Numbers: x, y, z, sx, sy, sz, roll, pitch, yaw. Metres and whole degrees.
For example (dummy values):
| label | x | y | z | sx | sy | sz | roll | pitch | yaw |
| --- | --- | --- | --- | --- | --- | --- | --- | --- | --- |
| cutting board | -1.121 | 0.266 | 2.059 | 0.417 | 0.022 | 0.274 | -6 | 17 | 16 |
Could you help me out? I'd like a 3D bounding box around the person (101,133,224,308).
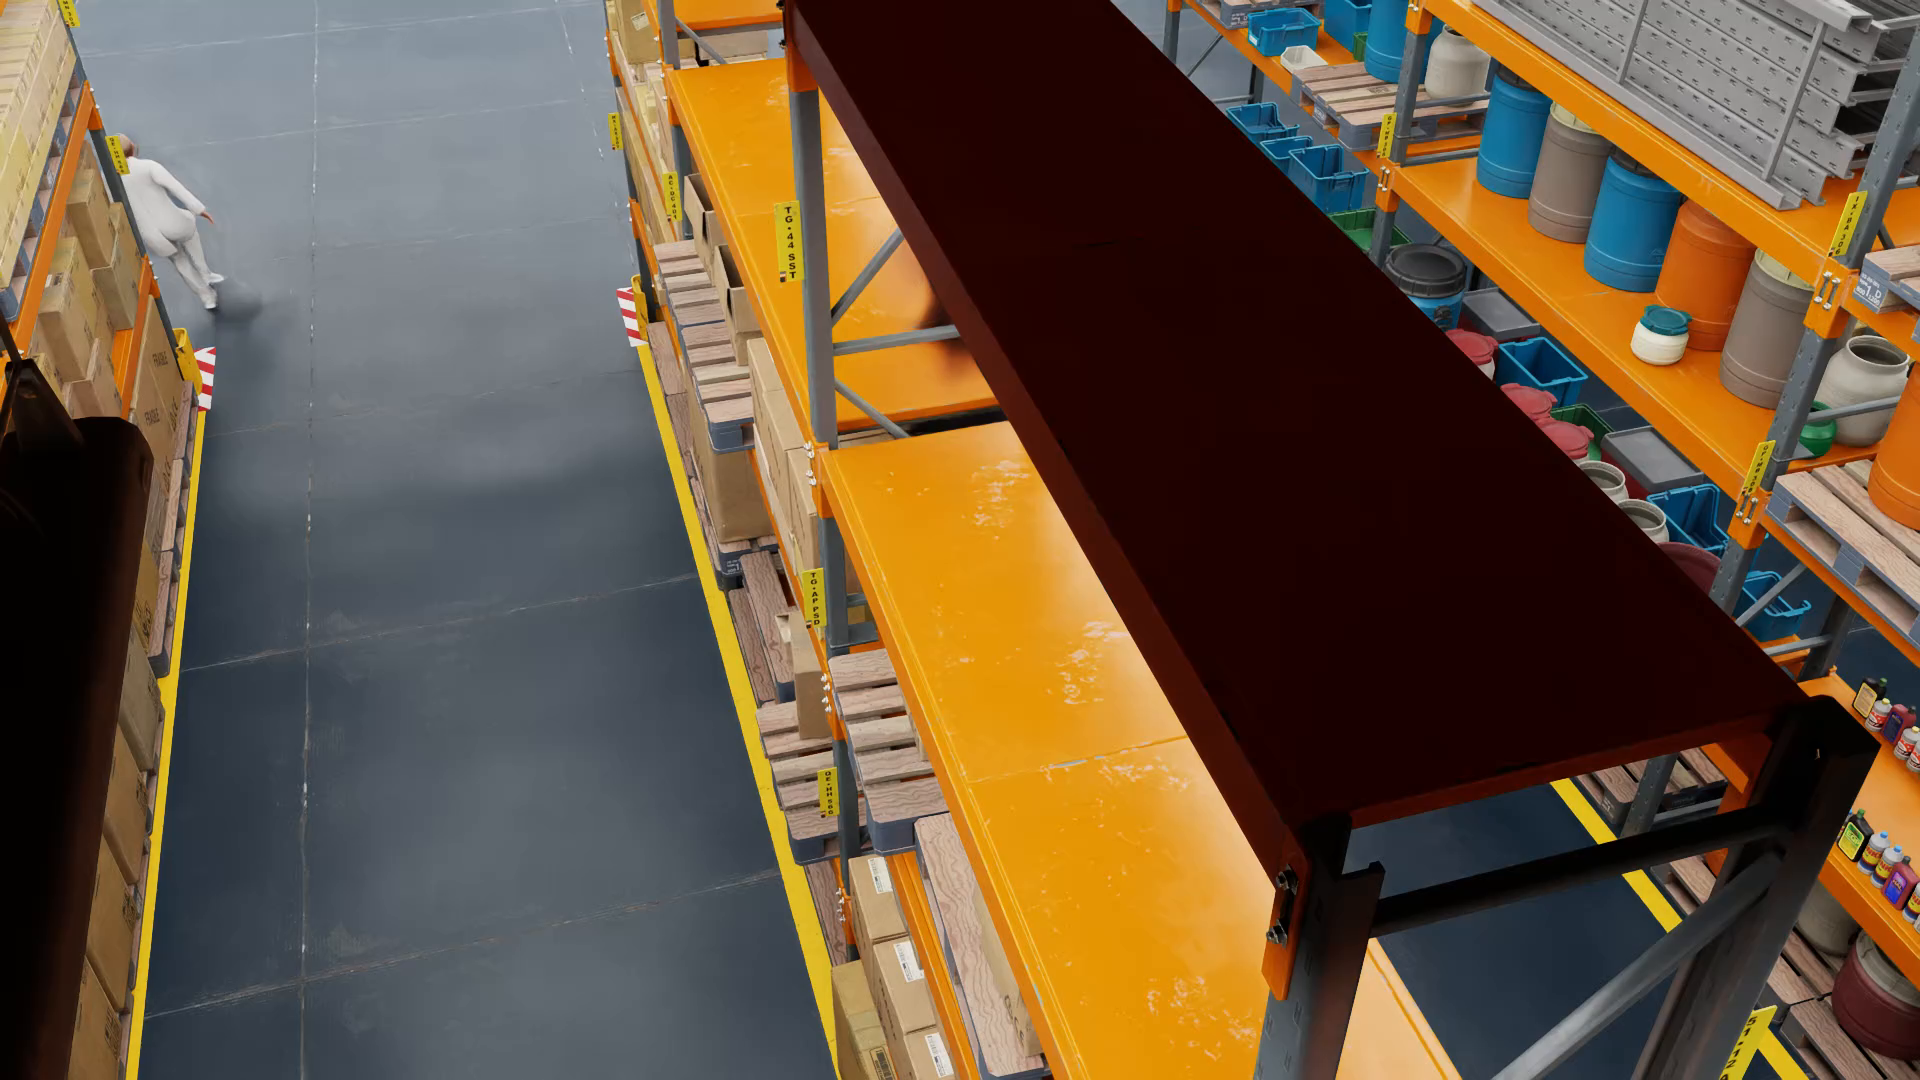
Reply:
| label | x | y | z | sx | sy | sz | roll | pitch | yaw |
| --- | --- | --- | --- | --- | --- | --- | --- | --- | --- |
| person | -7.302 | -2.928 | 15.194 | 0.867 | 1.693 | 0.757 | -17 | 41 | -20 |
